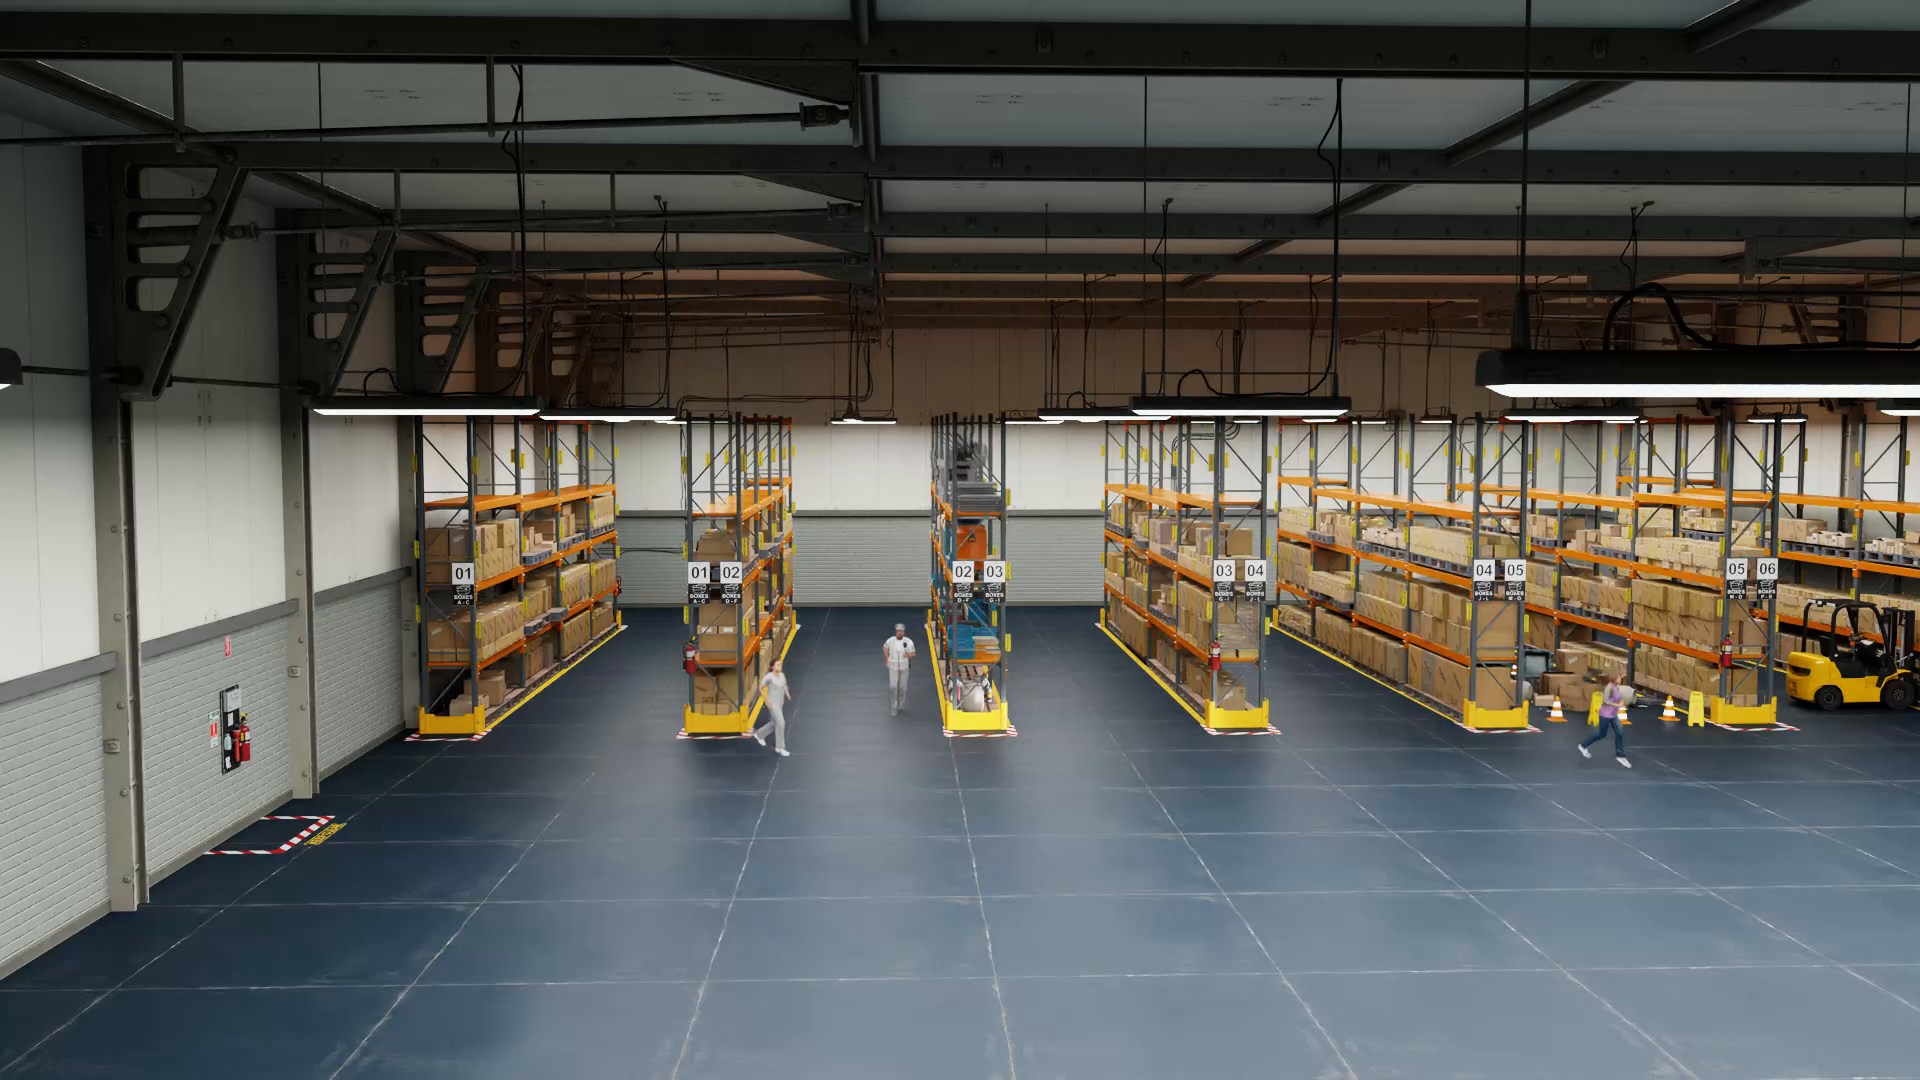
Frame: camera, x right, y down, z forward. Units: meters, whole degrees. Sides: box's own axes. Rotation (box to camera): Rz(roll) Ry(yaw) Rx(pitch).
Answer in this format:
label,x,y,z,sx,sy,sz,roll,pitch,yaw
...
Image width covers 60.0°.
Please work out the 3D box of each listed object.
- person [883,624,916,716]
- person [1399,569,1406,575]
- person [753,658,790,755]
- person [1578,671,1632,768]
label,x,y,z,sx,sy,sz,roll,pitch,yaw
person,-1.208,2.588,33.226,0.642,1.854,0.817,0,4,-3
person,13.136,1.550,49.279,0.620,1.661,0.603,0,4,5
person,-3.305,2.911,29.218,0.833,1.688,0.565,3,5,34
person,10.963,3.006,28.207,0.911,1.610,0.563,3,5,41
